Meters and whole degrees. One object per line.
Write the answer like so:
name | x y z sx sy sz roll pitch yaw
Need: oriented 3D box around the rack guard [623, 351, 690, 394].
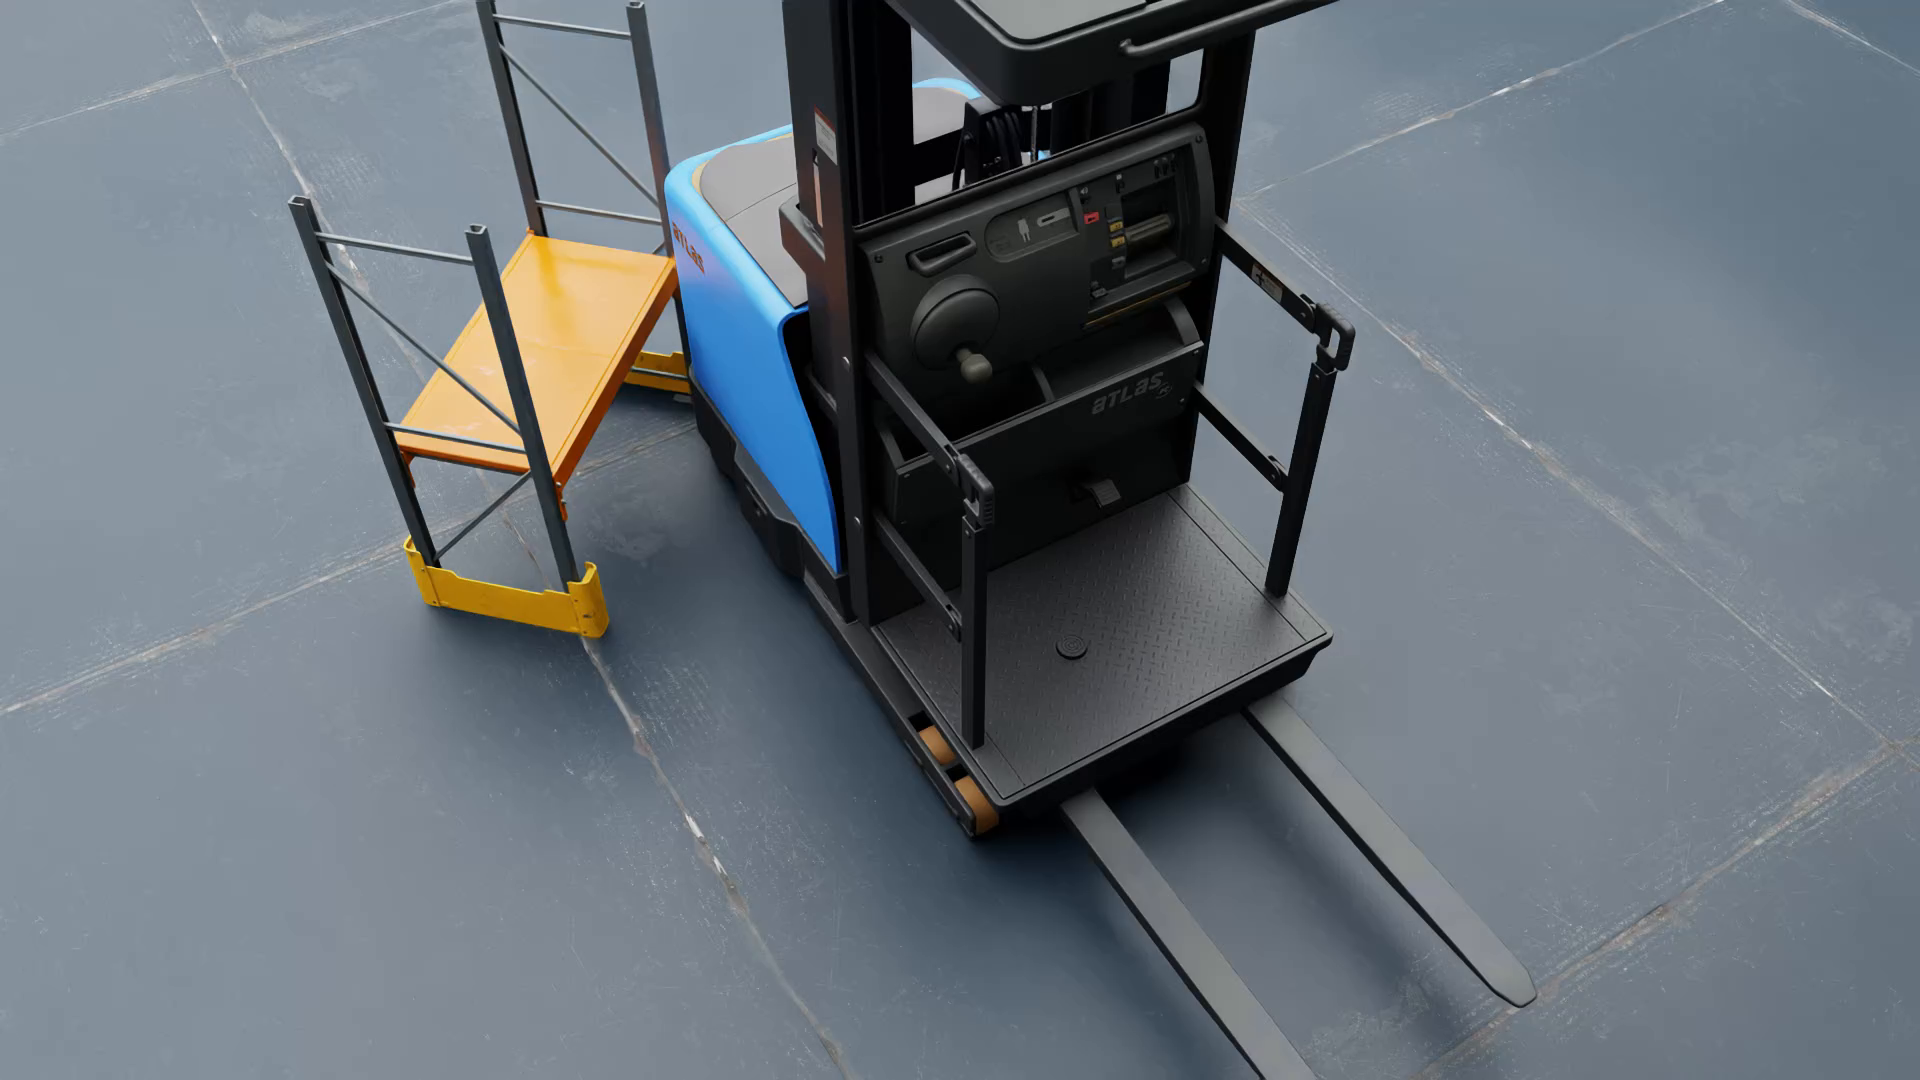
rack guard | -1.111 -0.591 5.609 0.587 0.250 0.087 10 49 9

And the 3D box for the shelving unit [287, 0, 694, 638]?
shelving unit | -1.231 -0.646 4.821 0.587 1.500 1.083 10 49 9

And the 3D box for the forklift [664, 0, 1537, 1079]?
forklift | 0.320 -0.576 3.800 1.130 2.935 3.031 -24 53 -20

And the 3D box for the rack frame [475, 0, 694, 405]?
rack frame | -1.111 -1.007 5.143 0.500 1.500 0.032 10 49 9

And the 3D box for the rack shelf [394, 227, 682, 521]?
rack shelf | -1.233 -0.519 4.949 0.538 0.185 1.000 10 49 9

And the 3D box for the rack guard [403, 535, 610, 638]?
rack guard | -1.350 0.131 4.966 0.587 0.250 0.087 10 49 9

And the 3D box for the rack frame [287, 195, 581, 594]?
rack frame | -1.355 -0.270 4.487 0.500 1.500 0.032 10 49 9
